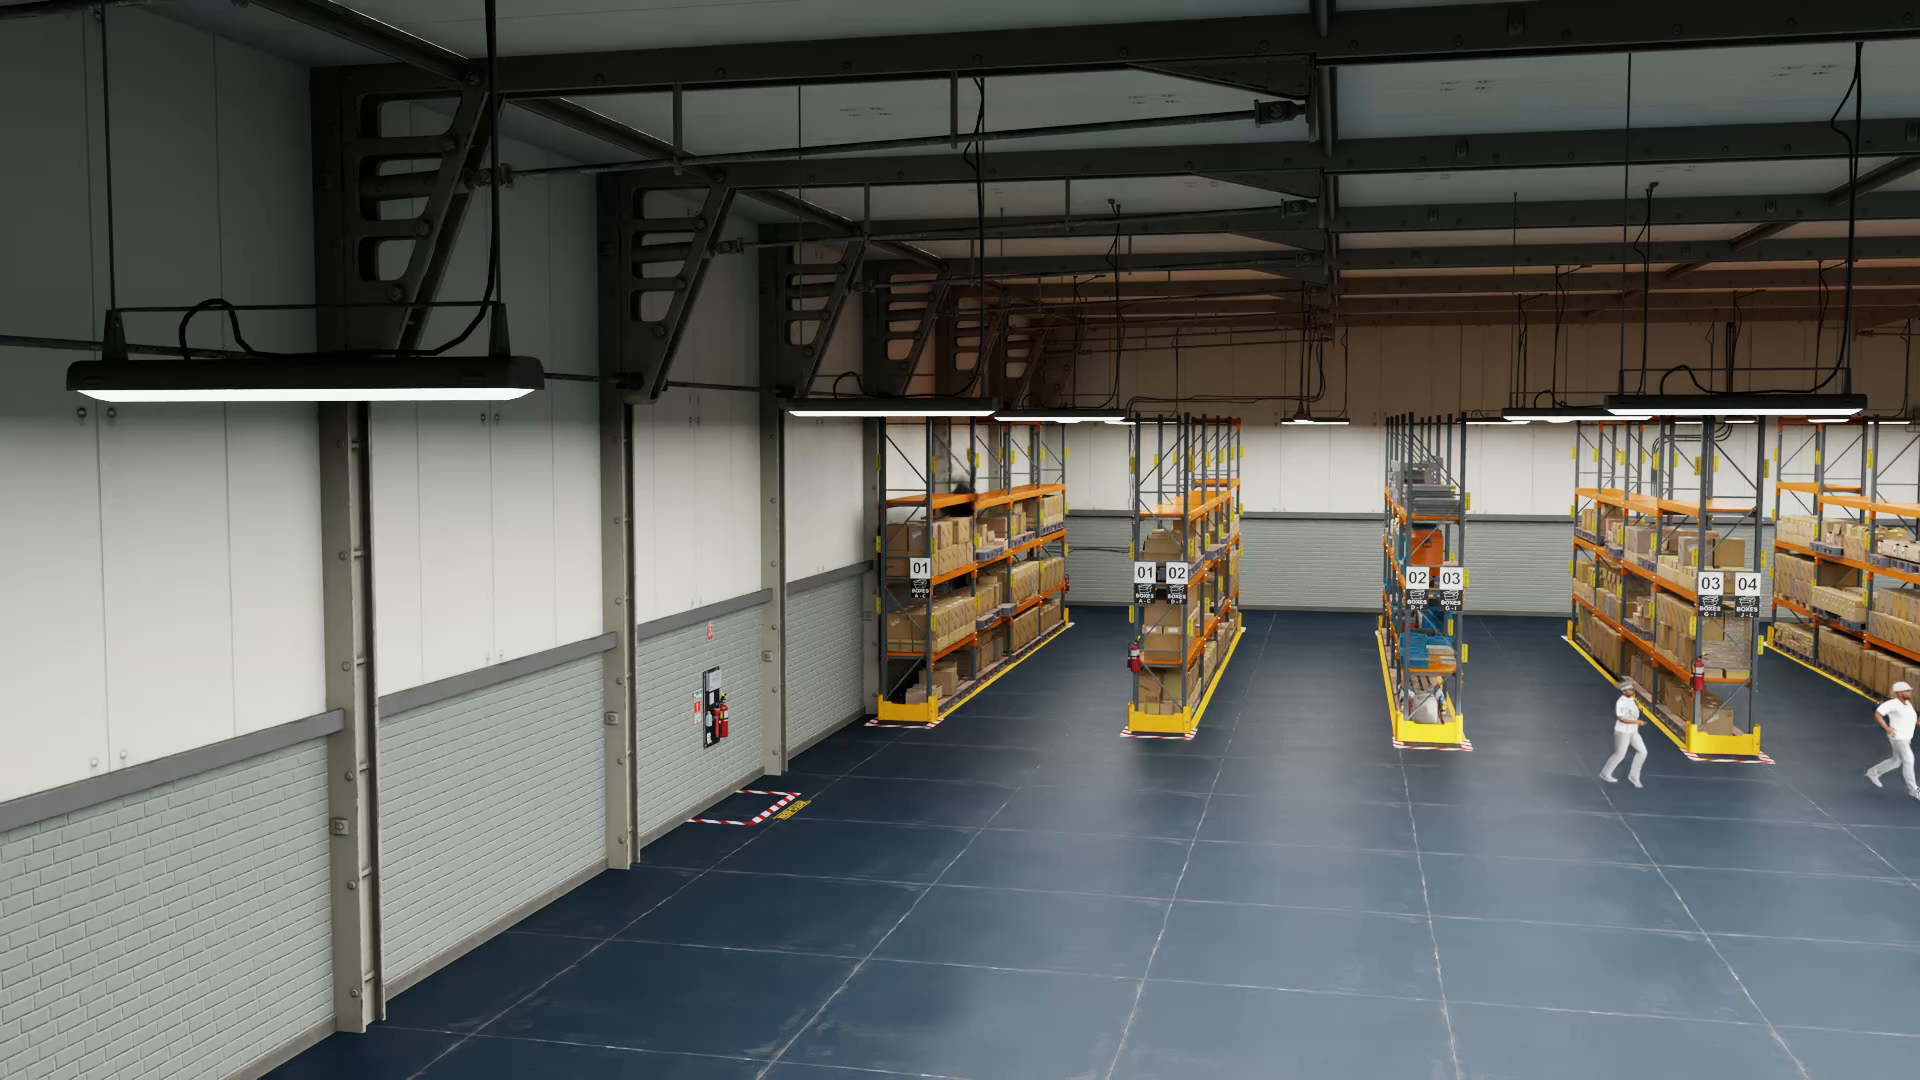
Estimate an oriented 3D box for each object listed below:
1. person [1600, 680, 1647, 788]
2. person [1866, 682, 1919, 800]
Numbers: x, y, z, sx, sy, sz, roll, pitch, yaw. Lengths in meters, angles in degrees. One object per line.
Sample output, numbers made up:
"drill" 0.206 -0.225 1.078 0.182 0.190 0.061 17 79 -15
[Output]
"person" 10.614 3.096 26.542 0.576 1.747 0.726 -3 5 -42
"person" 14.572 3.081 25.786 0.697 1.779 0.972 -3 5 -40
